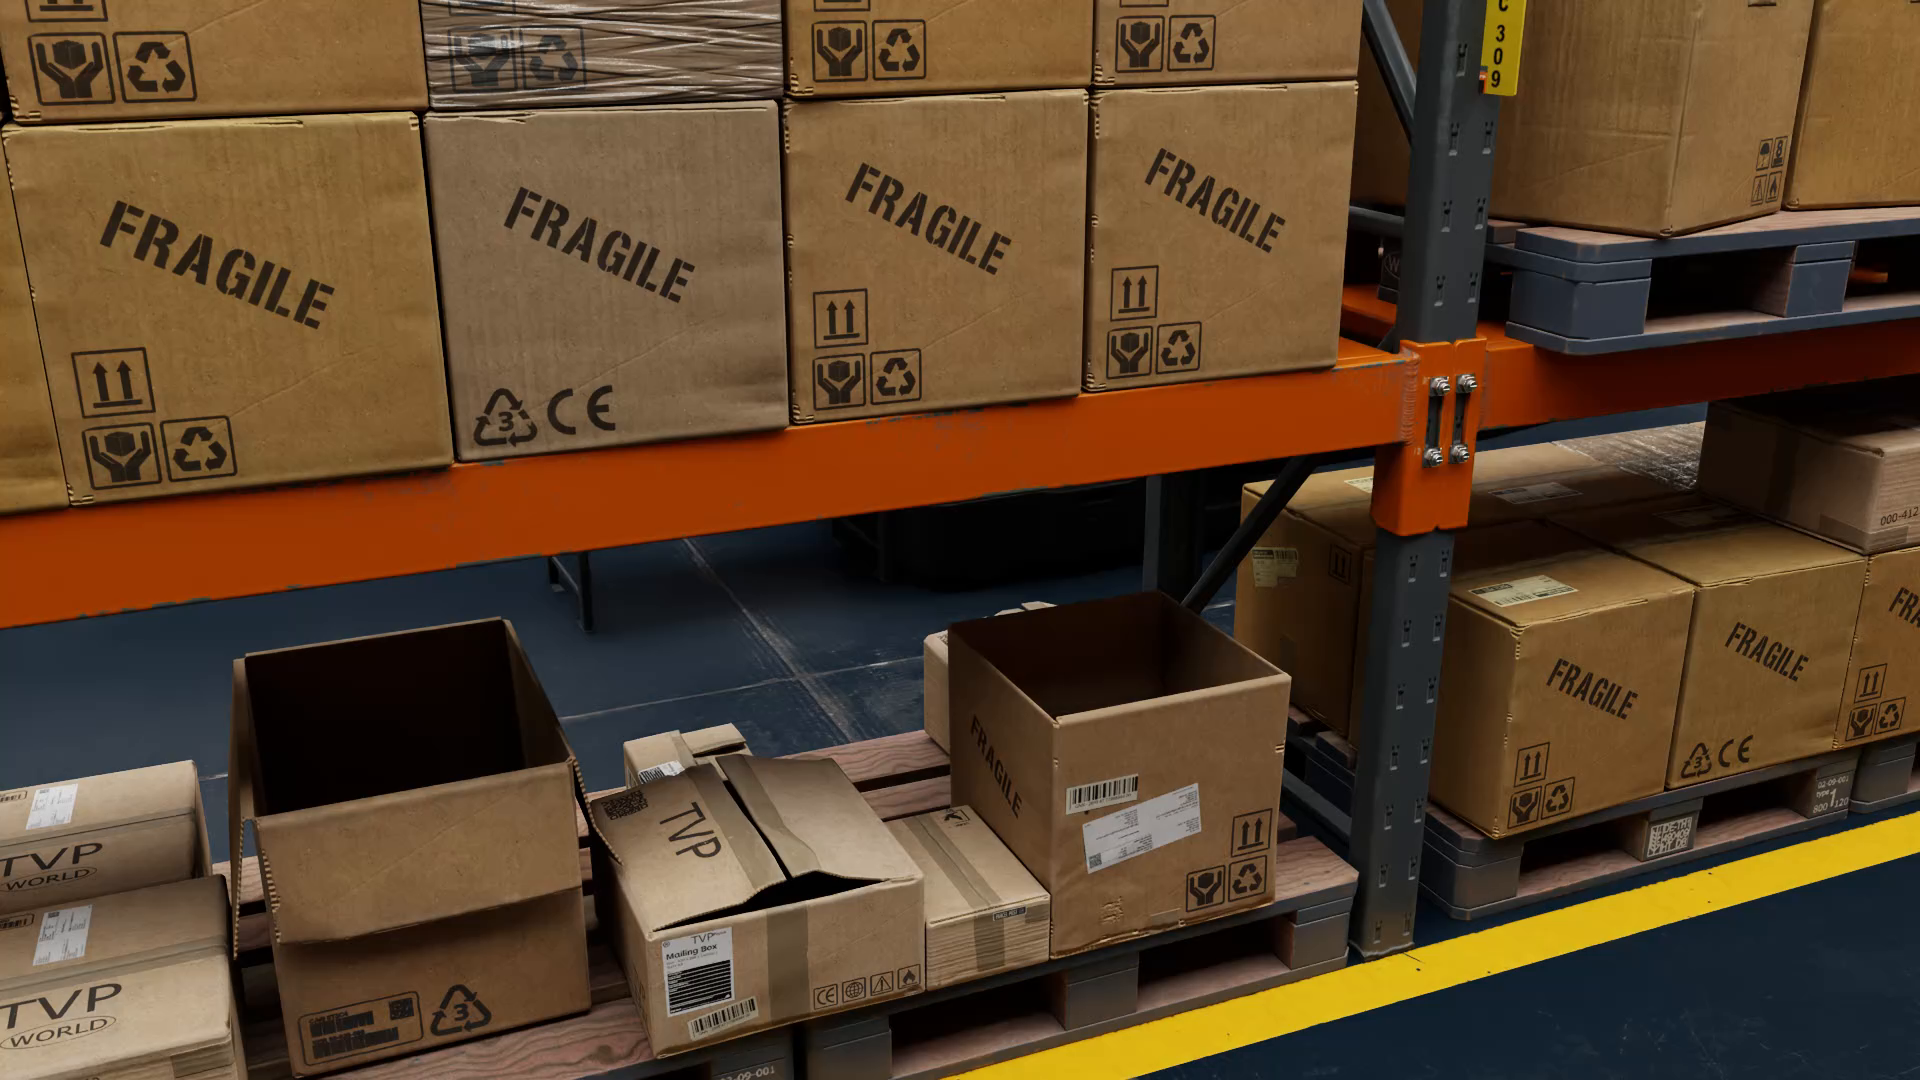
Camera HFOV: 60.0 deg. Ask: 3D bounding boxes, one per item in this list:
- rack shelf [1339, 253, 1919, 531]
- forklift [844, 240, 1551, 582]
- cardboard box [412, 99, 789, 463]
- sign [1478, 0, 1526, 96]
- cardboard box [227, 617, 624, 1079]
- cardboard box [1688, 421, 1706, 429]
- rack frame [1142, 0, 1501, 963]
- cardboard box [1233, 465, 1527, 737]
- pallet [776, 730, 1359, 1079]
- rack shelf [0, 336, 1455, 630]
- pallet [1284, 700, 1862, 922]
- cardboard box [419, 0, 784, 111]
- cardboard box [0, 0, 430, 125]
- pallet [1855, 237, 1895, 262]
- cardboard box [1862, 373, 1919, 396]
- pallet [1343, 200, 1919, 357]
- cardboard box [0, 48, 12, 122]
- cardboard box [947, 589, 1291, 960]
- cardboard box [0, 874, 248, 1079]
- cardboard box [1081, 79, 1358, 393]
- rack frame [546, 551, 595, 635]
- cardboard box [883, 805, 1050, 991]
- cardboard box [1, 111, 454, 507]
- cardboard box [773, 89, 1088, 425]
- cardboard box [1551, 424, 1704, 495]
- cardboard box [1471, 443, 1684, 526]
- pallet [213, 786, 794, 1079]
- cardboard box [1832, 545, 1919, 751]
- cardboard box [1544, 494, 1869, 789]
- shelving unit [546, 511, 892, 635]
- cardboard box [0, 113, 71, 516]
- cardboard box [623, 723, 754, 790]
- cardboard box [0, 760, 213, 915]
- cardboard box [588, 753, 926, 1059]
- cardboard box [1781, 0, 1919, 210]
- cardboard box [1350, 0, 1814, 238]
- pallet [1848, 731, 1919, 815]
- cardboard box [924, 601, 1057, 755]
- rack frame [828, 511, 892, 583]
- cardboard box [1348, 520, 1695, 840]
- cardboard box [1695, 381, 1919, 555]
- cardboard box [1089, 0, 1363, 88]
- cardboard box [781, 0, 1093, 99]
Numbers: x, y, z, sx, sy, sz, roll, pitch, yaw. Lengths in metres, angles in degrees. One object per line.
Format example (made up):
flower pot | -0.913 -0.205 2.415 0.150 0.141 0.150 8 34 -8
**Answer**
rack shelf | 2.547 -0.610 4.322 4.000 0.370 1.077 -8 21 -22
forklift | 0.997 -1.564 6.050 3.031 2.935 1.130 -9 21 -25
cardboard box | -0.590 -0.453 2.641 0.500 0.500 0.500 -8 21 -21
sign | 0.933 -0.930 2.844 0.005 0.325 0.100 -8 21 -22
cardboard box | -1.012 0.532 3.090 0.637 0.503 0.797 -8 21 -22
cardboard box | 2.435 -0.063 4.786 0.500 0.500 0.500 -9 21 -24
rack frame | 0.711 -0.686 3.455 0.127 3.000 1.000 -8 21 -22
cardboard box | 1.051 0.133 4.229 0.500 0.500 0.500 -8 21 -22
pallet | 0.080 0.719 3.662 1.213 0.211 1.003 -8 21 -22
rack shelf | -1.125 -0.084 2.827 4.000 0.370 1.077 -8 21 -22
pallet | 1.443 0.510 4.255 1.213 0.211 1.003 -8 21 -22
cardboard box | -0.583 -0.925 2.477 0.500 0.500 0.500 -8 21 -21
cardboard box | -1.045 -0.859 2.290 0.500 0.500 0.500 -8 21 -22
pallet | 2.600 -0.865 4.251 1.213 0.211 1.003 -8 21 -22
cardboard box | 2.630 -0.256 4.204 0.500 0.250 0.500 -9 21 -23
pallet | 1.488 -0.668 3.691 1.213 0.211 1.003 -8 21 -22
cardboard box | -1.512 -0.792 2.100 0.500 0.500 0.500 -8 21 -21
cardboard box | 0.300 0.447 3.338 0.500 0.500 0.500 -8 21 -22
cardboard box | -1.432 0.813 2.675 0.500 0.250 0.500 -8 21 -22
cardboard box | 0.354 -0.589 3.029 0.500 0.500 0.500 -8 21 -21
rack frame | -1.265 -0.488 5.151 0.032 1.500 0.500 -9 21 -25
cardboard box | -0.020 0.680 3.205 0.250 0.149 0.380 -8 21 -22
cardboard box | -1.057 -0.385 2.449 0.500 0.500 0.500 -8 21 -21
cardboard box | -0.119 -0.521 2.835 0.500 0.500 0.500 -8 21 -20
cardboard box | 1.969 0.005 4.594 0.500 0.500 0.500 -8 21 -21
cardboard box | 1.508 0.070 4.407 0.500 0.500 0.500 -8 21 -22
pallet | -1.042 0.881 3.203 1.213 0.211 1.003 -8 21 -22
cardboard box | 2.199 0.159 4.156 0.500 0.500 0.500 -8 21 -21
cardboard box | 1.737 0.222 3.975 0.500 0.500 0.500 -8 21 -21
shelving unit | -0.809 -0.563 5.363 1.048 1.500 0.538 -9 21 -25
cardboard box | -1.516 -0.320 2.264 0.500 0.500 0.500 -8 21 -22
cardboard box | -0.550 0.549 3.551 0.250 0.166 0.380 -8 21 -22
cardboard box | -1.676 0.667 3.089 0.500 0.250 0.500 -8 21 -22
cardboard box | -0.388 0.635 3.090 0.500 0.311 0.500 -8 21 -22
cardboard box | 1.841 -1.035 3.664 0.500 0.500 0.700 -5 20 -13
cardboard box | 1.235 -0.926 3.352 0.500 0.500 0.700 -17 26 -40
pallet | 2.565 0.349 4.714 1.213 0.211 1.003 -8 21 -22
cardboard box | 0.240 0.364 3.859 0.500 0.311 0.500 -8 21 -22
rack frame | -0.353 -0.638 5.575 0.032 1.500 0.500 -9 21 -25
cardboard box | 1.252 0.296 3.767 0.500 0.500 0.500 -9 21 -24
cardboard box | 2.170 -0.189 4.016 0.500 0.250 0.500 -8 21 -22
cardboard box | 0.349 -1.060 2.859 0.500 0.500 0.500 -8 21 -22
cardboard box | -0.120 -0.991 2.665 0.500 0.500 0.500 -9 21 -23
